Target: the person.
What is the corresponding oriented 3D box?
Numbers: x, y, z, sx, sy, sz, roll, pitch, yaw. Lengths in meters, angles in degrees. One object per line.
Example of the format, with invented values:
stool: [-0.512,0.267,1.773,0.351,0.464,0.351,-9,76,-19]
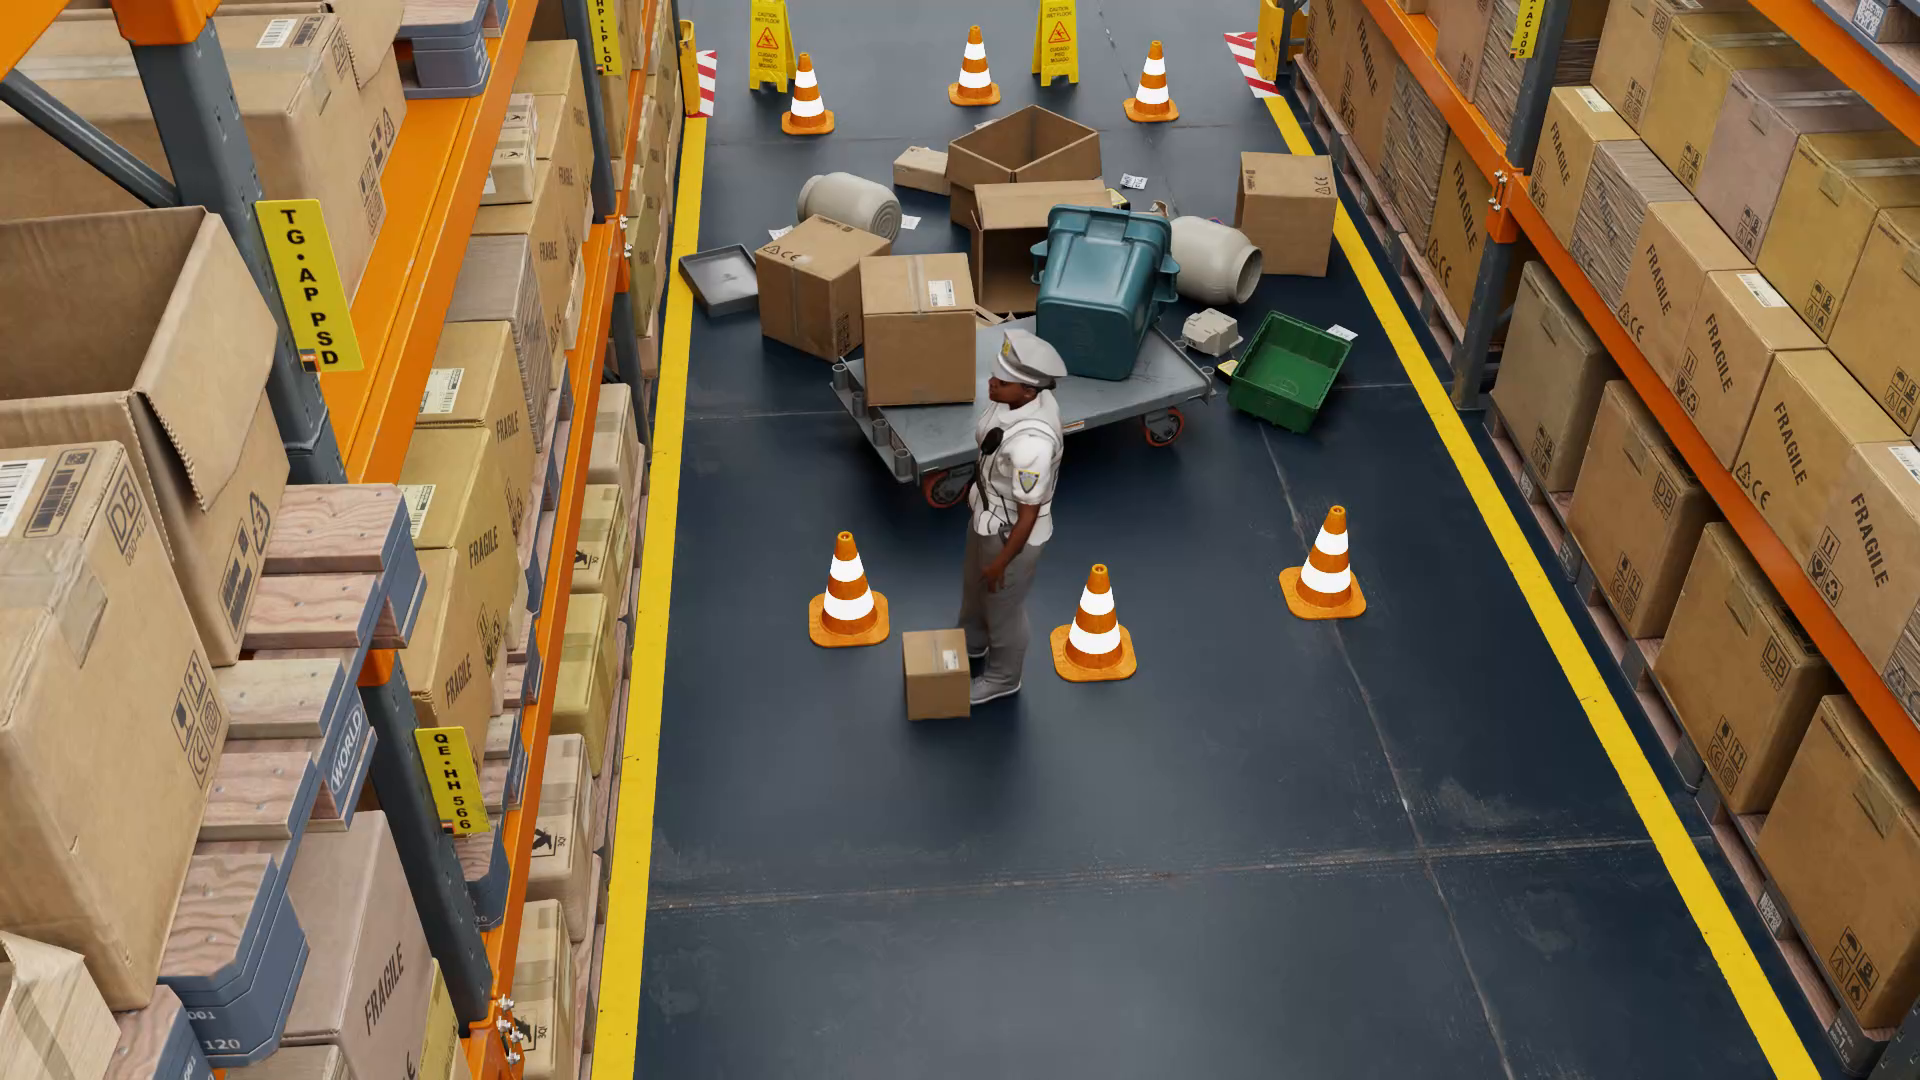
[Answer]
person: [0.103,-0.066,6.194,0.530,1.696,0.566,-3,39,-4]
